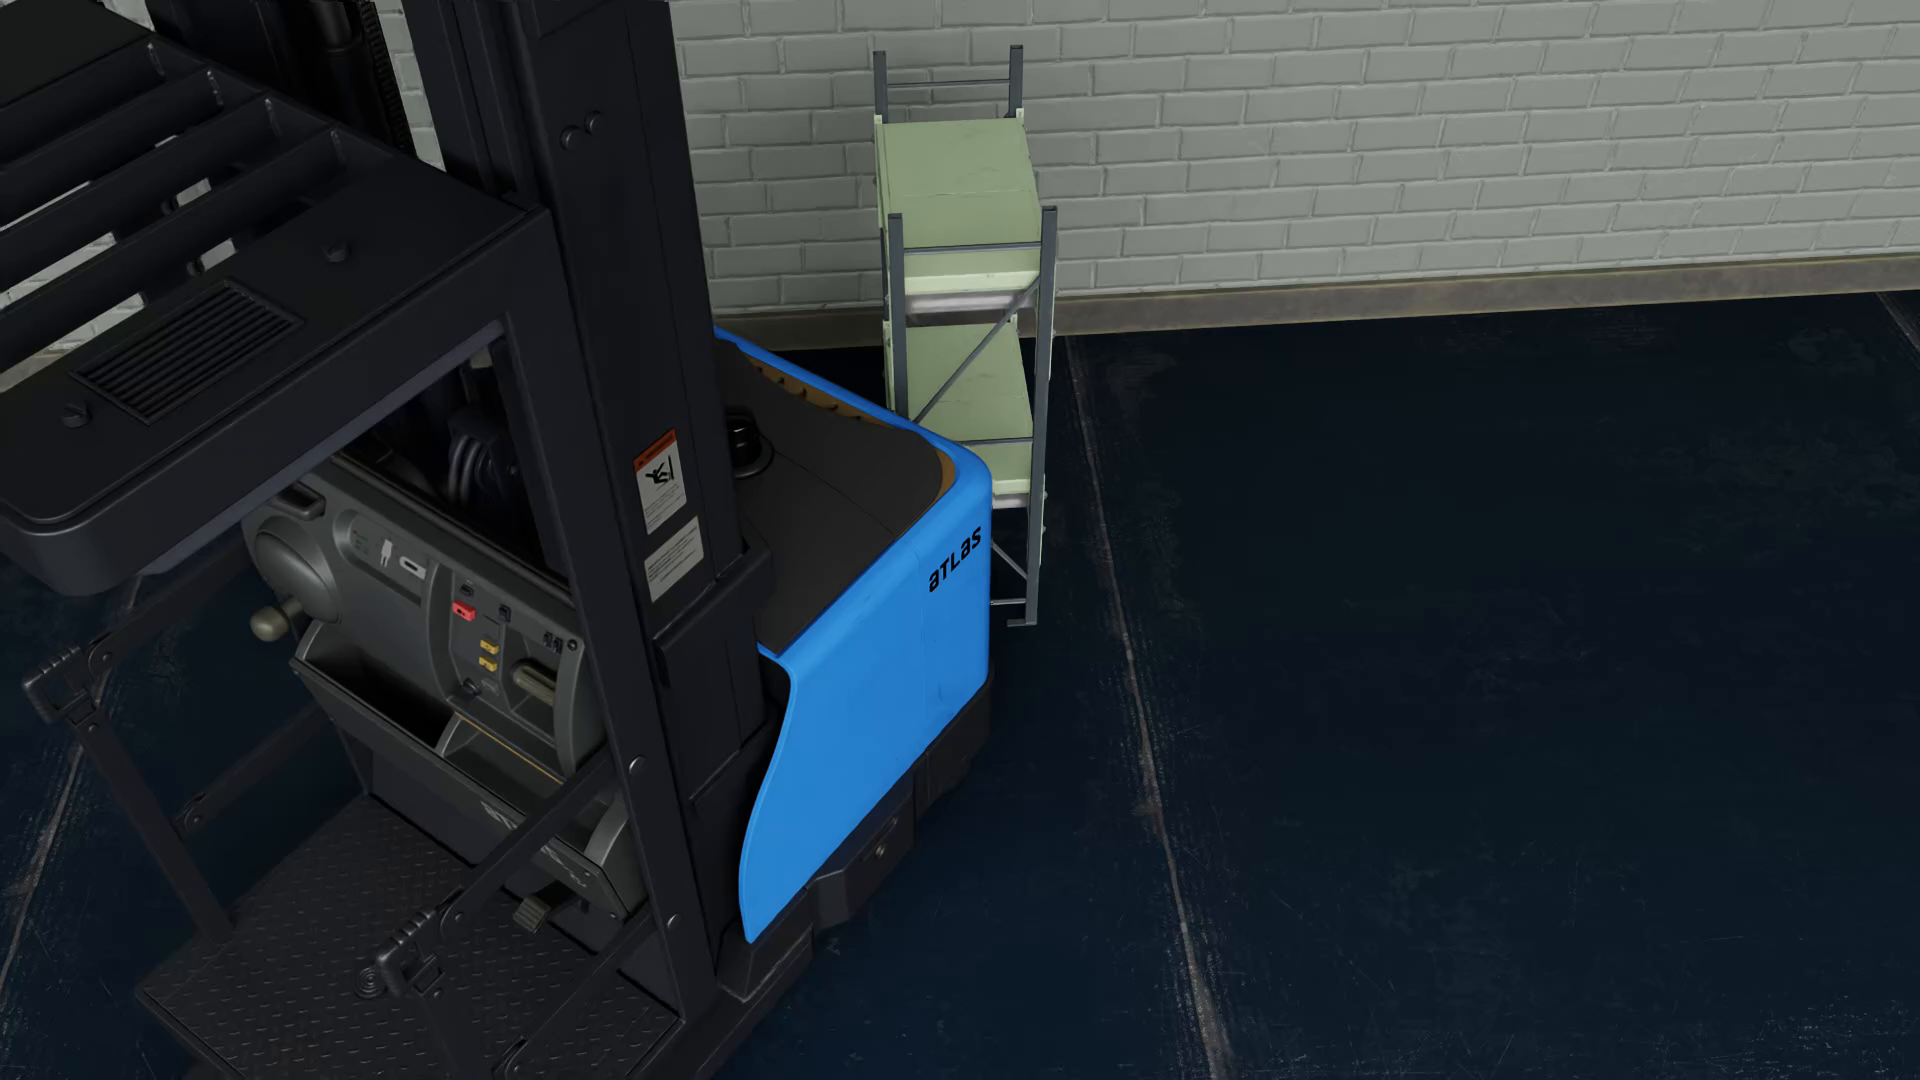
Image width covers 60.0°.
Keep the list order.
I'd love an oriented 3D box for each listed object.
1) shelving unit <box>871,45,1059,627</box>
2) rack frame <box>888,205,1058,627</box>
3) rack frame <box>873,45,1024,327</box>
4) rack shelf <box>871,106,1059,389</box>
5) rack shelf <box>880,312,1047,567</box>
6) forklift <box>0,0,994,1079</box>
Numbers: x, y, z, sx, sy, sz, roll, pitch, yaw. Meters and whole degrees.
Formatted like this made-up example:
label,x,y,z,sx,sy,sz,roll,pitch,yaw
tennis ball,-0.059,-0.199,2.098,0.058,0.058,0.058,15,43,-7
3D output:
label,x,y,z,sx,sy,sz,roll,pitch,yaw
shelving unit,-0.001,-0.521,4.710,0.431,1.500,0.755,-3,47,-3
rack frame,0.030,-0.256,4.459,0.400,1.500,0.023,-3,47,-3
rack frame,-0.031,-0.785,4.961,0.400,1.500,0.023,-3,47,-3
rack shelf,-0.001,-0.789,4.427,0.431,0.370,0.720,-3,47,-3
rack shelf,-0.001,-0.296,4.947,0.431,0.370,0.720,-3,47,-3
forklift,-1.172,0.211,3.031,1.130,2.935,3.031,27,52,24
